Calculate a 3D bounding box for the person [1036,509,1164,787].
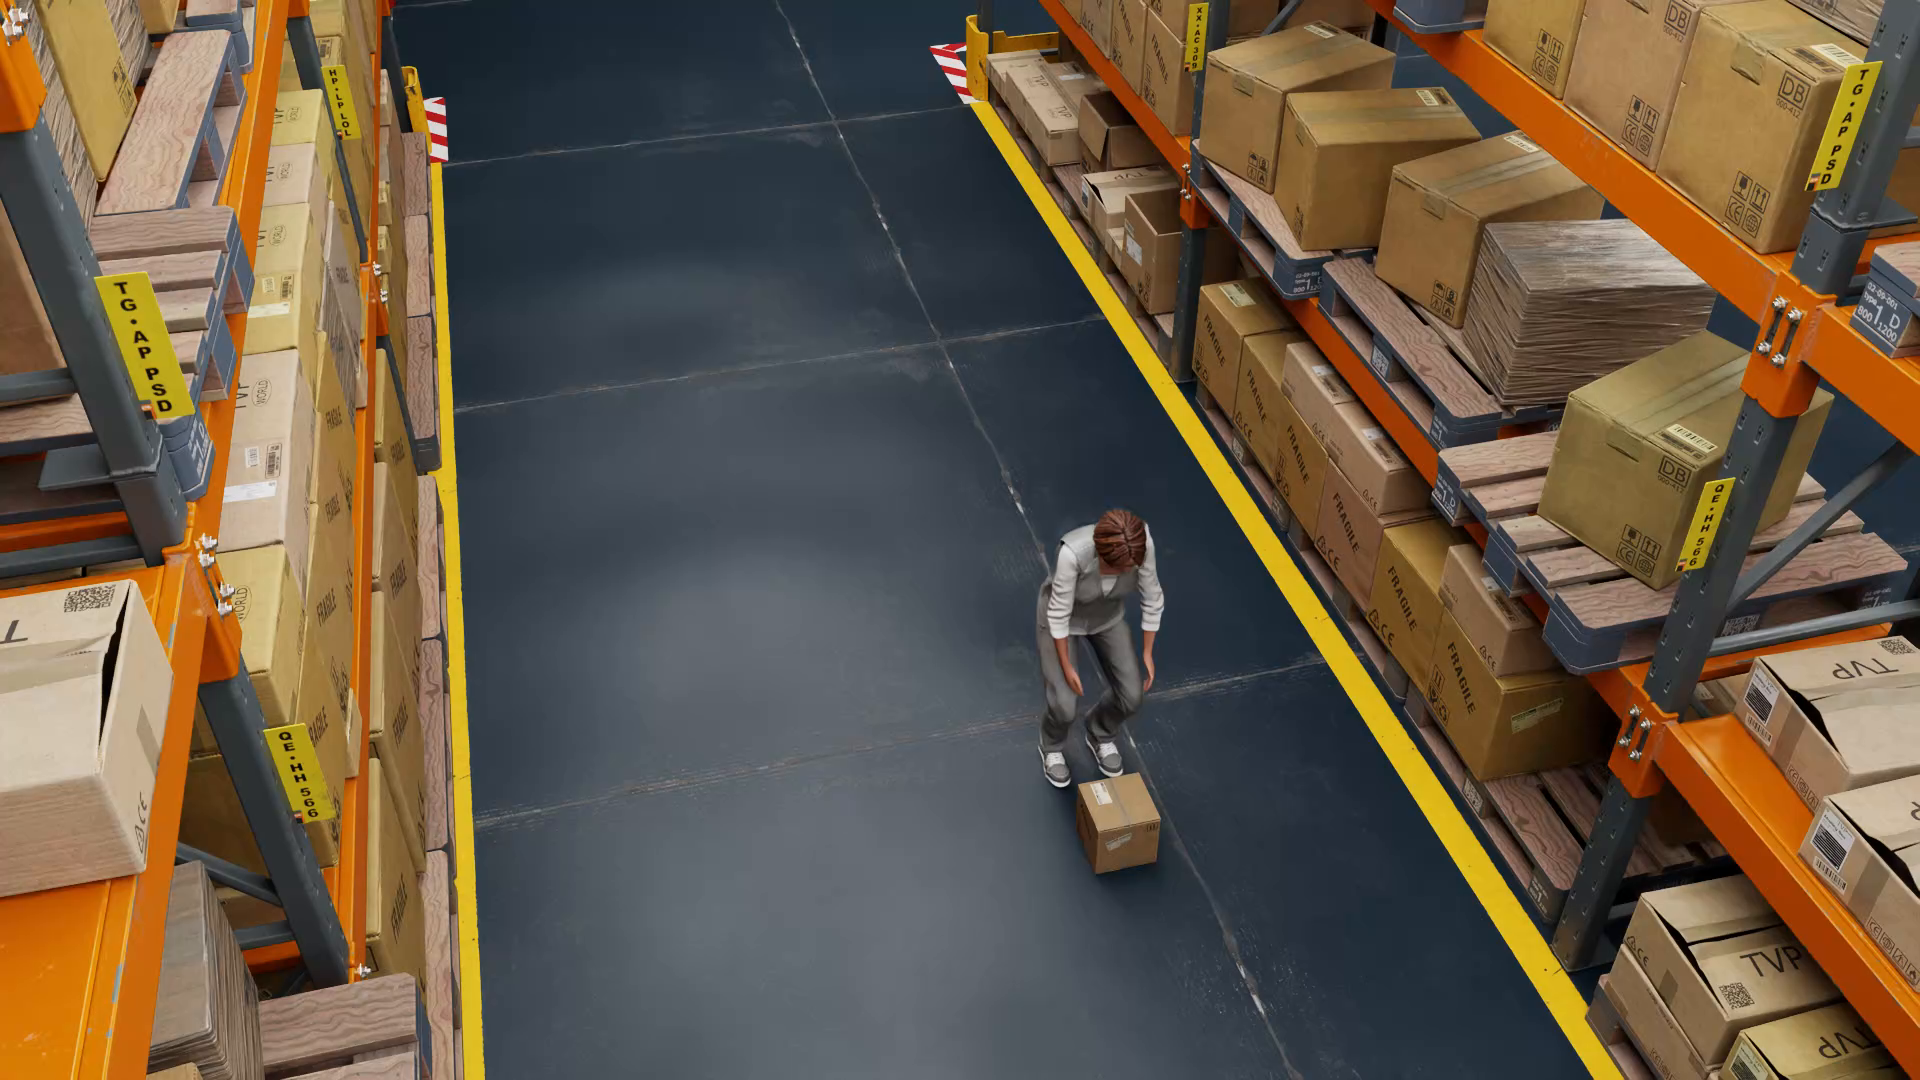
[{"bbox_3d":[0.531,0.377,6.411,0.456,1.408,0.560,-9,40,-11],"label":"person"}]
